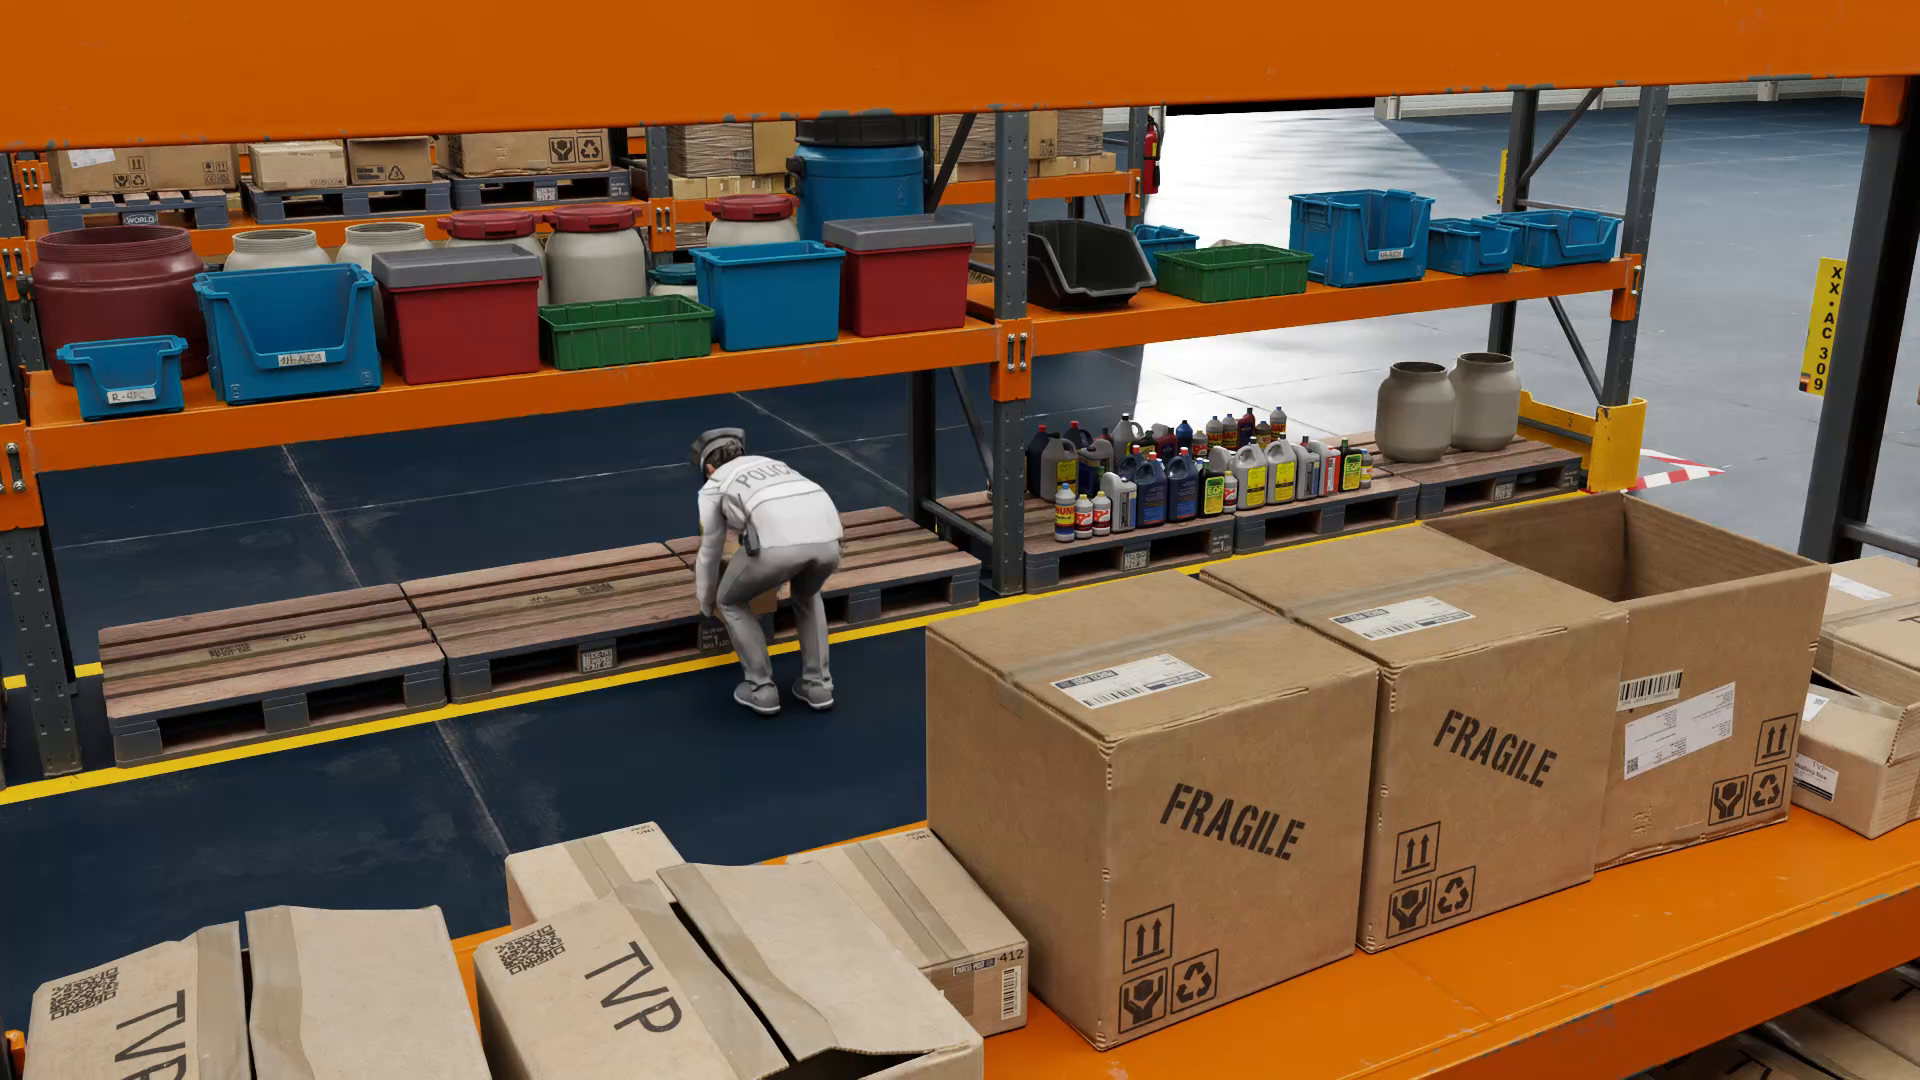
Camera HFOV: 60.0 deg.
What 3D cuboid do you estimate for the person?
[{"bbox_3d":[-0.790,0.121,6.671,0.445,1.049,0.921,-11,21,-29],"label":"person"}]
